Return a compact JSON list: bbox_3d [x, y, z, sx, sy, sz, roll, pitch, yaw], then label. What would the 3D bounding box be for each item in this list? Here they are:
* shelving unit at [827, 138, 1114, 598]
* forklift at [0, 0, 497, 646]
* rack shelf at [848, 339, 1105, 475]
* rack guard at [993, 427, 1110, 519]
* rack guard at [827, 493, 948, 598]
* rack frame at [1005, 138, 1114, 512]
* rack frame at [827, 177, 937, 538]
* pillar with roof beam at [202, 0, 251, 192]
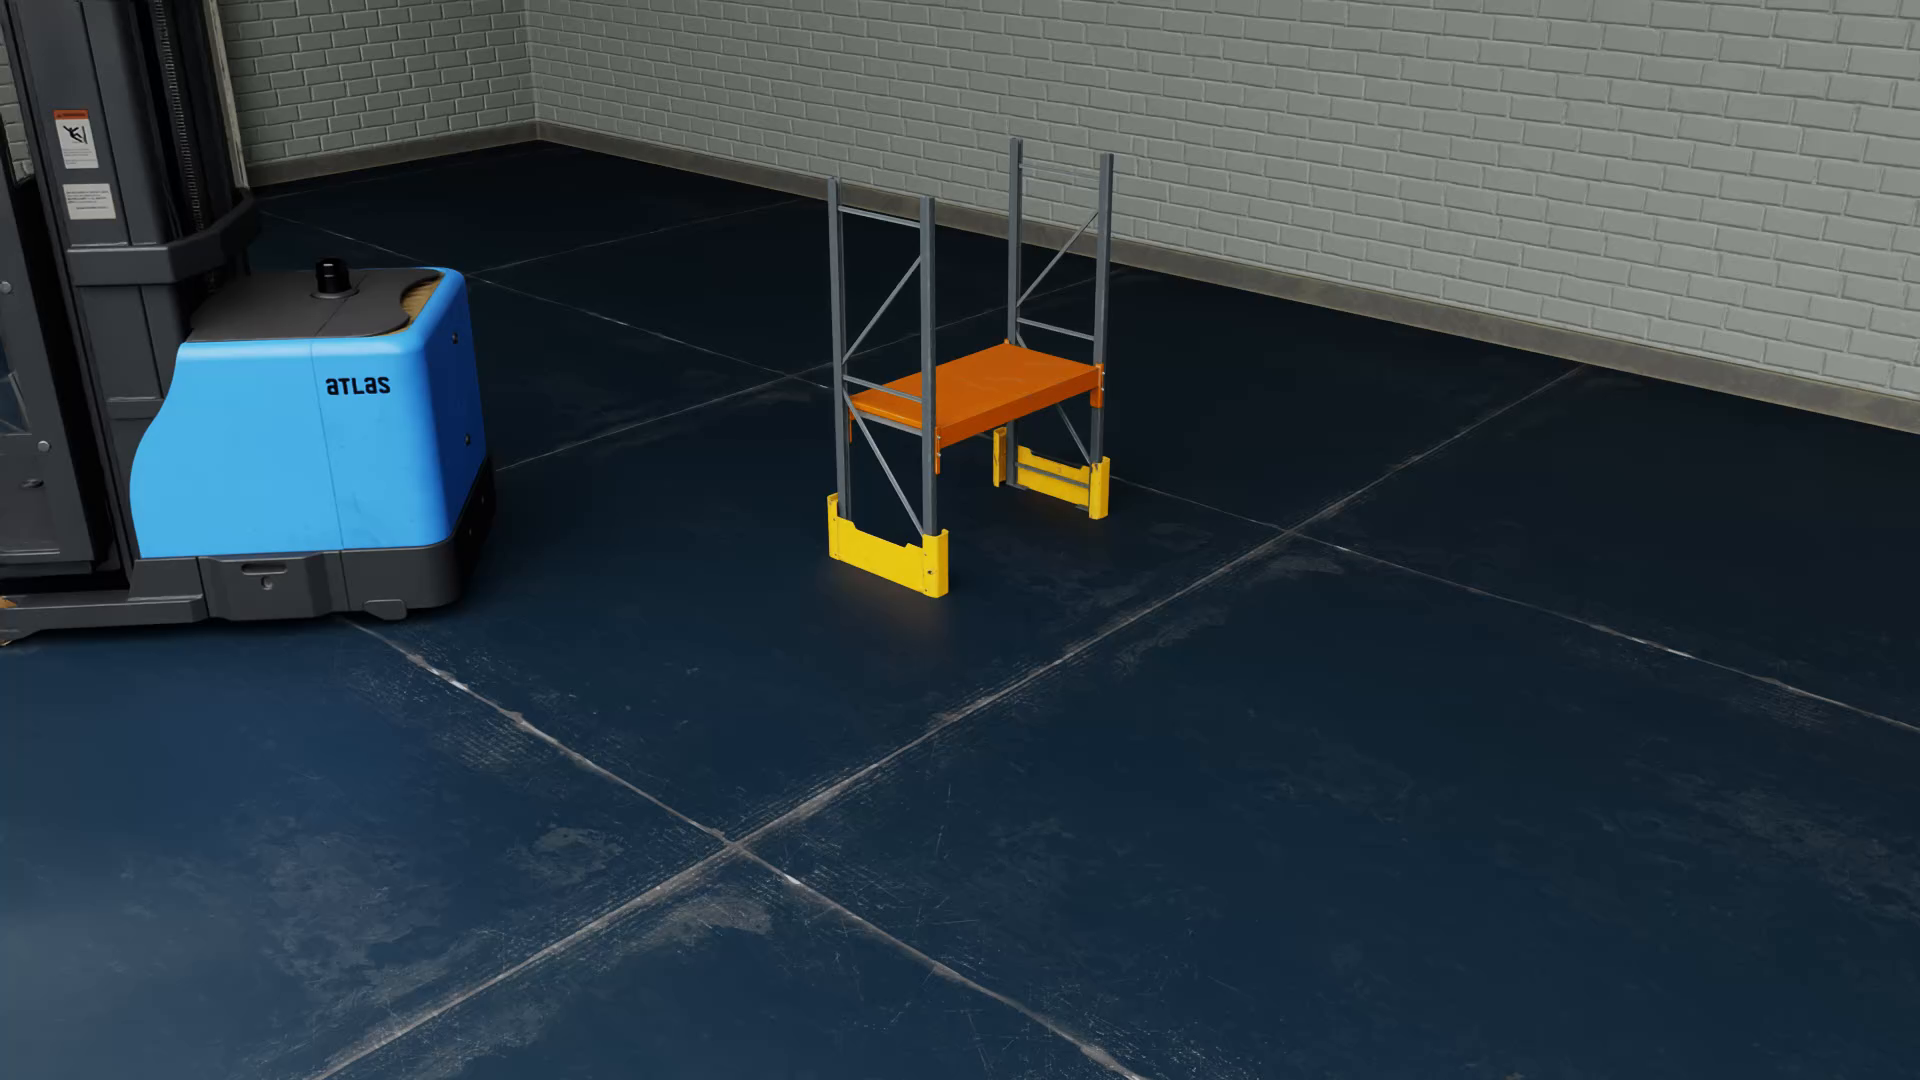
[{"bbox_3d":[0.051,-0.708,6.495,0.587,1.500,1.083,20,31,38],"label":"shelving unit"},{"bbox_3d":[-3.383,-1.179,5.797,3.031,2.935,1.130,-2,24,-5],"label":"forklift"},{"bbox_3d":[0.057,-0.546,6.575,0.538,0.185,1.000,20,31,38],"label":"rack shelf"},{"bbox_3d":[0.383,-0.289,7.089,0.587,0.250,0.087,20,31,38],"label":"rack guard"},{"bbox_3d":[-0.281,0.014,6.412,0.587,0.250,0.087,20,31,38],"label":"rack guard"},{"bbox_3d":[0.396,-0.865,6.847,0.500,1.500,0.032,20,31,38],"label":"rack frame"},{"bbox_3d":[-0.282,-0.555,6.156,0.500,1.500,0.032,20,31,38],"label":"rack frame"},{"bbox_3d":[-2.383,-5.508,8.037,9.100,9.000,0.400,20,31,38],"label":"pillar with roof beam"}]
